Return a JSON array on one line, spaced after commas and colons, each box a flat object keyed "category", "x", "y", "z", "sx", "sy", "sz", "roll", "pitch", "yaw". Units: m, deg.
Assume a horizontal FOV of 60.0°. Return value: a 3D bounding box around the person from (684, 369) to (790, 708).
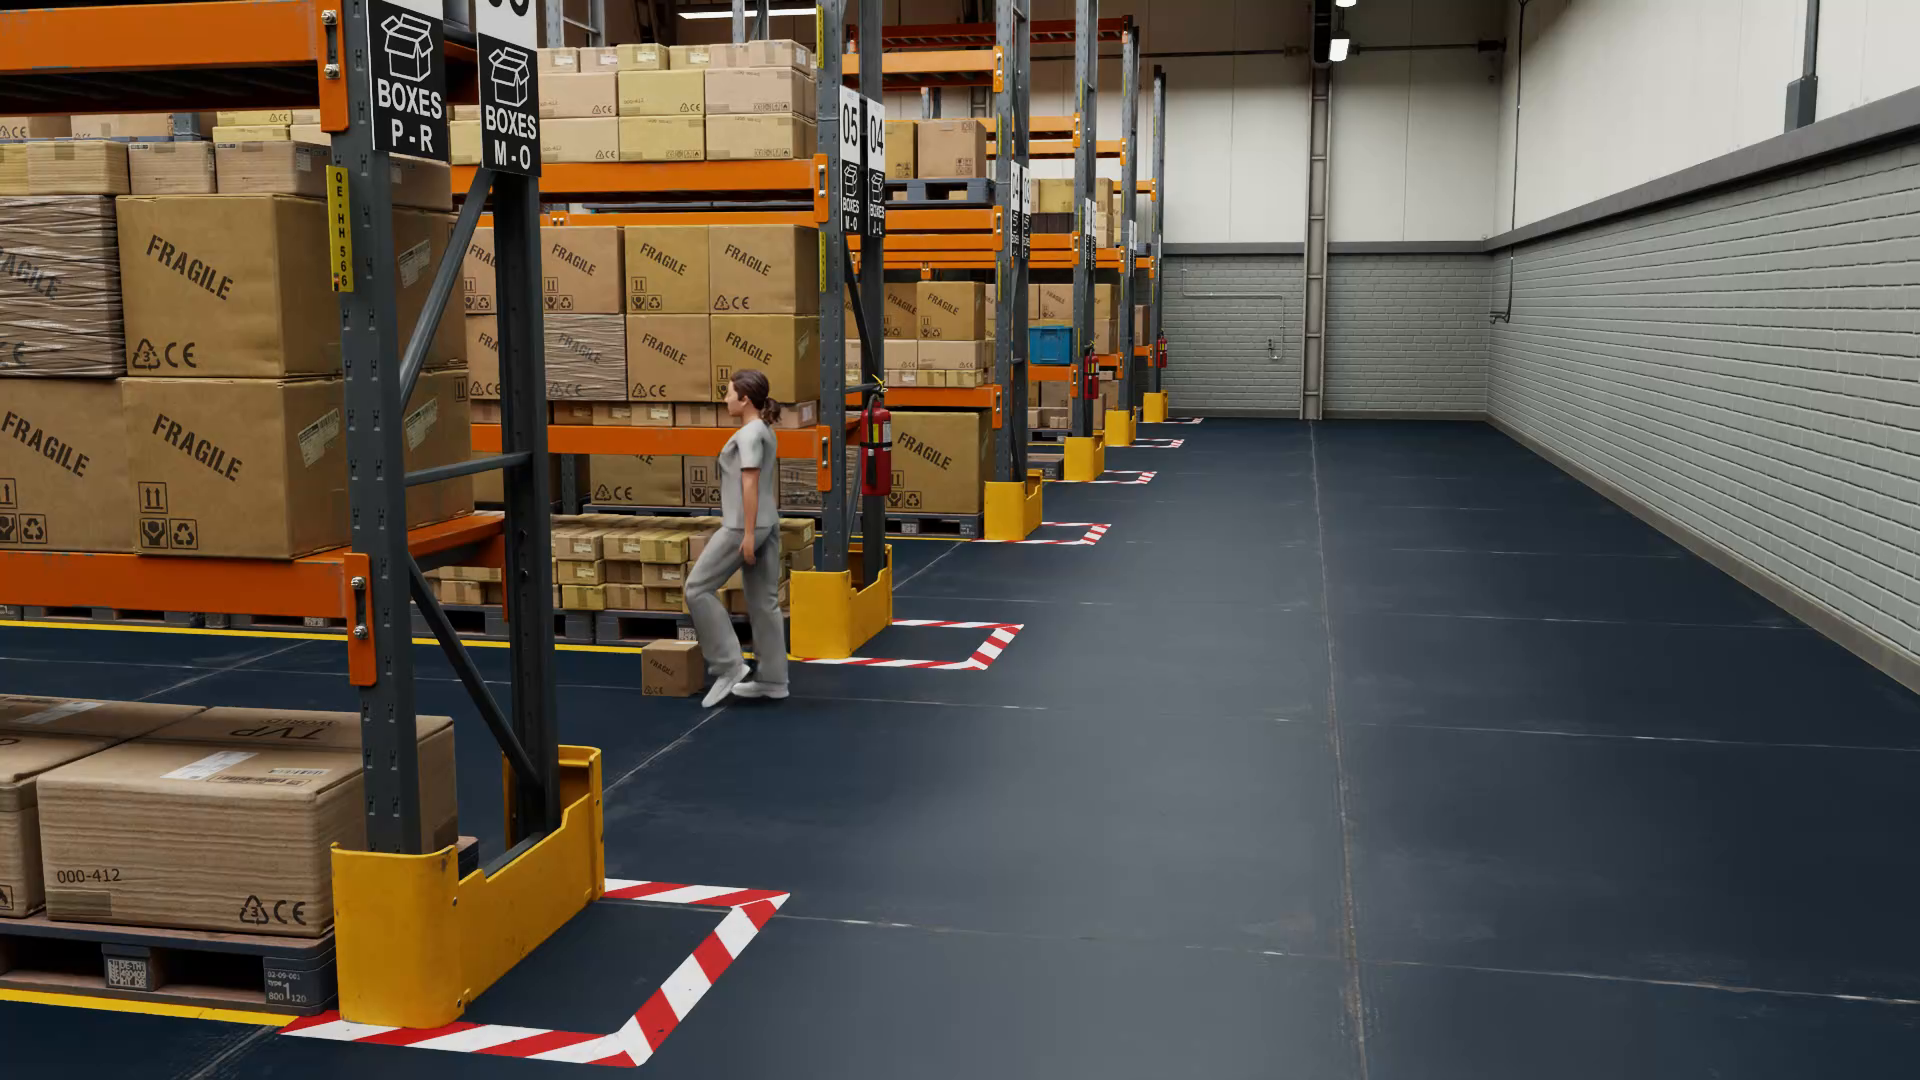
[{"category": "person", "x": -1.102, "y": -0.017, "z": 8.424, "sx": 0.507, "sy": 1.694, "sz": 0.504, "roll": 2, "pitch": 8, "yaw": 11}]
